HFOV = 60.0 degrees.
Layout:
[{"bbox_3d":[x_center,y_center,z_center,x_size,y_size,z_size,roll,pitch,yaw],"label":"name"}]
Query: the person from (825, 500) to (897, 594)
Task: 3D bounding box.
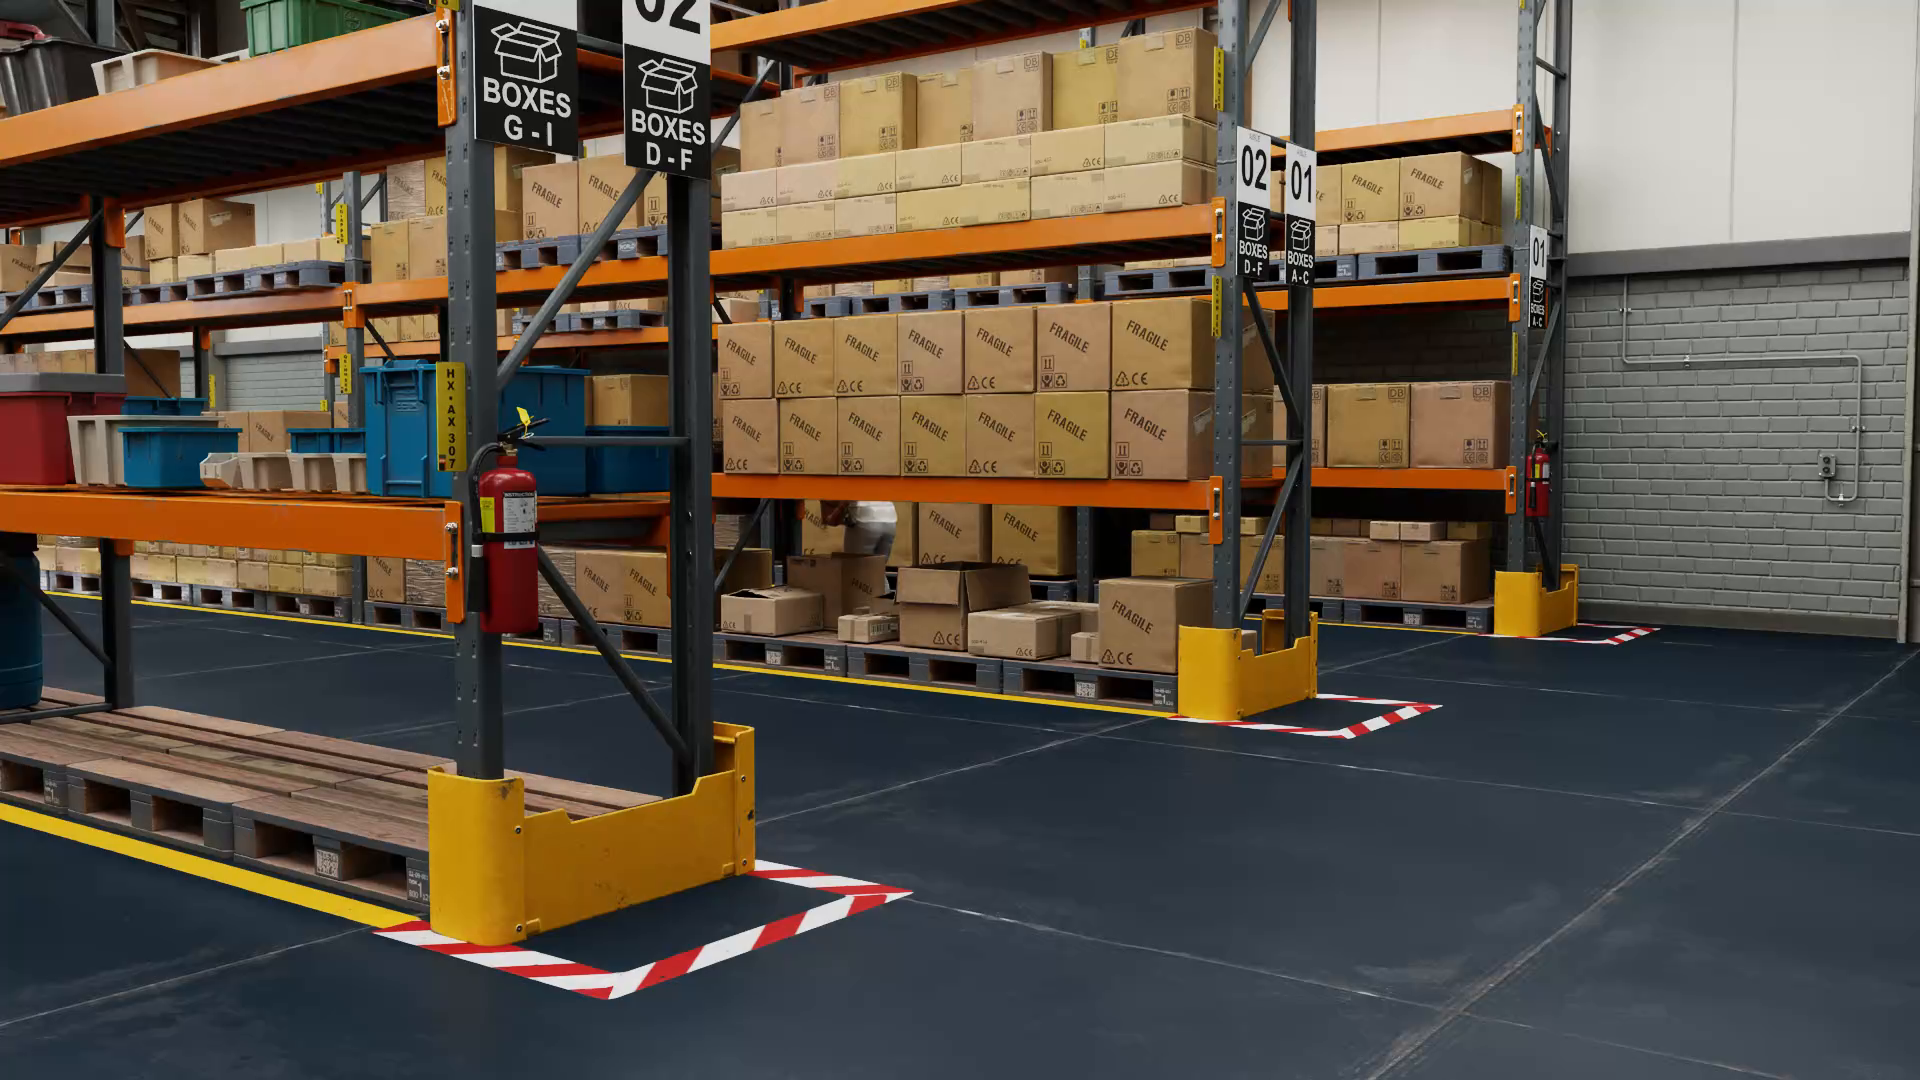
[{"bbox_3d":[-0.781,-0.082,13.147,0.535,1.653,0.452,2,4,35],"label":"person"}]
